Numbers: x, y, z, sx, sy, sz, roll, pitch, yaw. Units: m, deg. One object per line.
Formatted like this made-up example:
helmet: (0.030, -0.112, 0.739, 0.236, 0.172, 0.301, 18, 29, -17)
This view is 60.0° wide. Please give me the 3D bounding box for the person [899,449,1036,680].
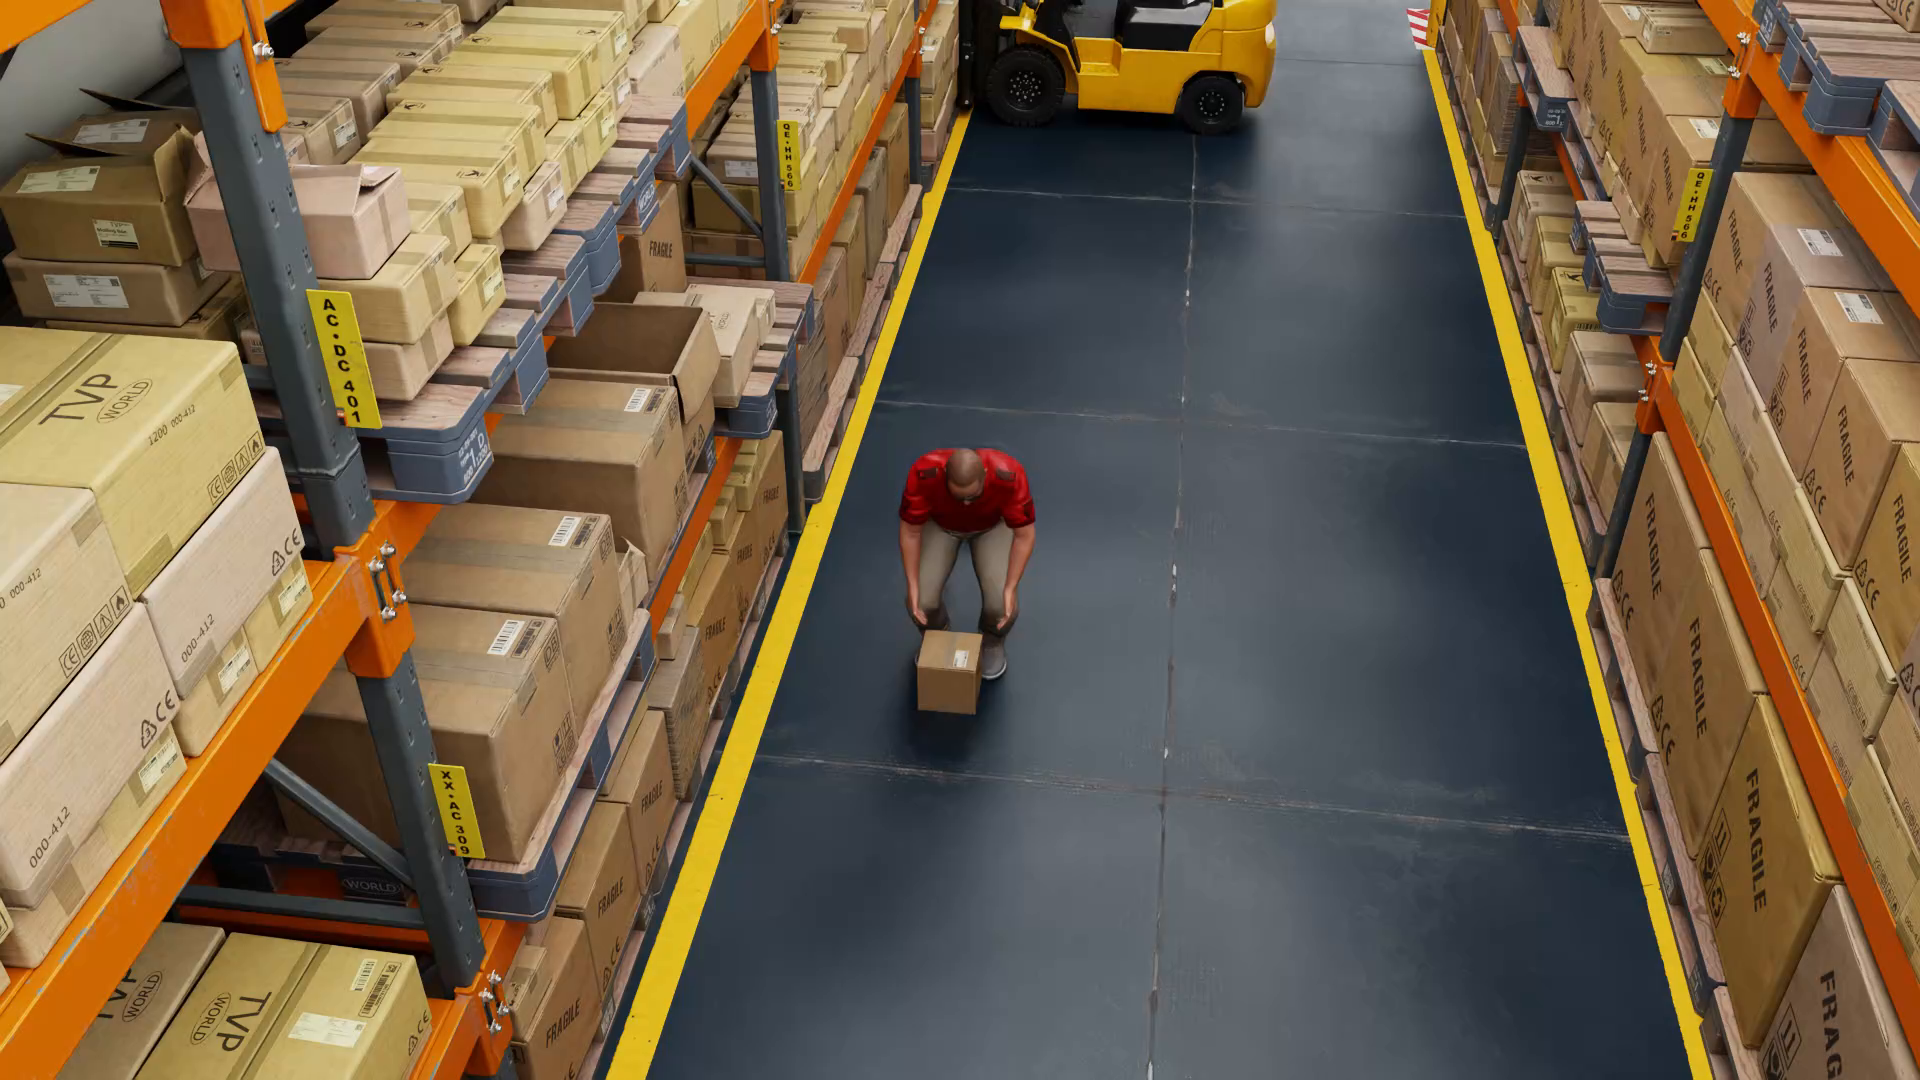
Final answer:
person: (0.045, 0.035, 7.334, 0.590, 1.352, 0.739, 4, 36, 6)
